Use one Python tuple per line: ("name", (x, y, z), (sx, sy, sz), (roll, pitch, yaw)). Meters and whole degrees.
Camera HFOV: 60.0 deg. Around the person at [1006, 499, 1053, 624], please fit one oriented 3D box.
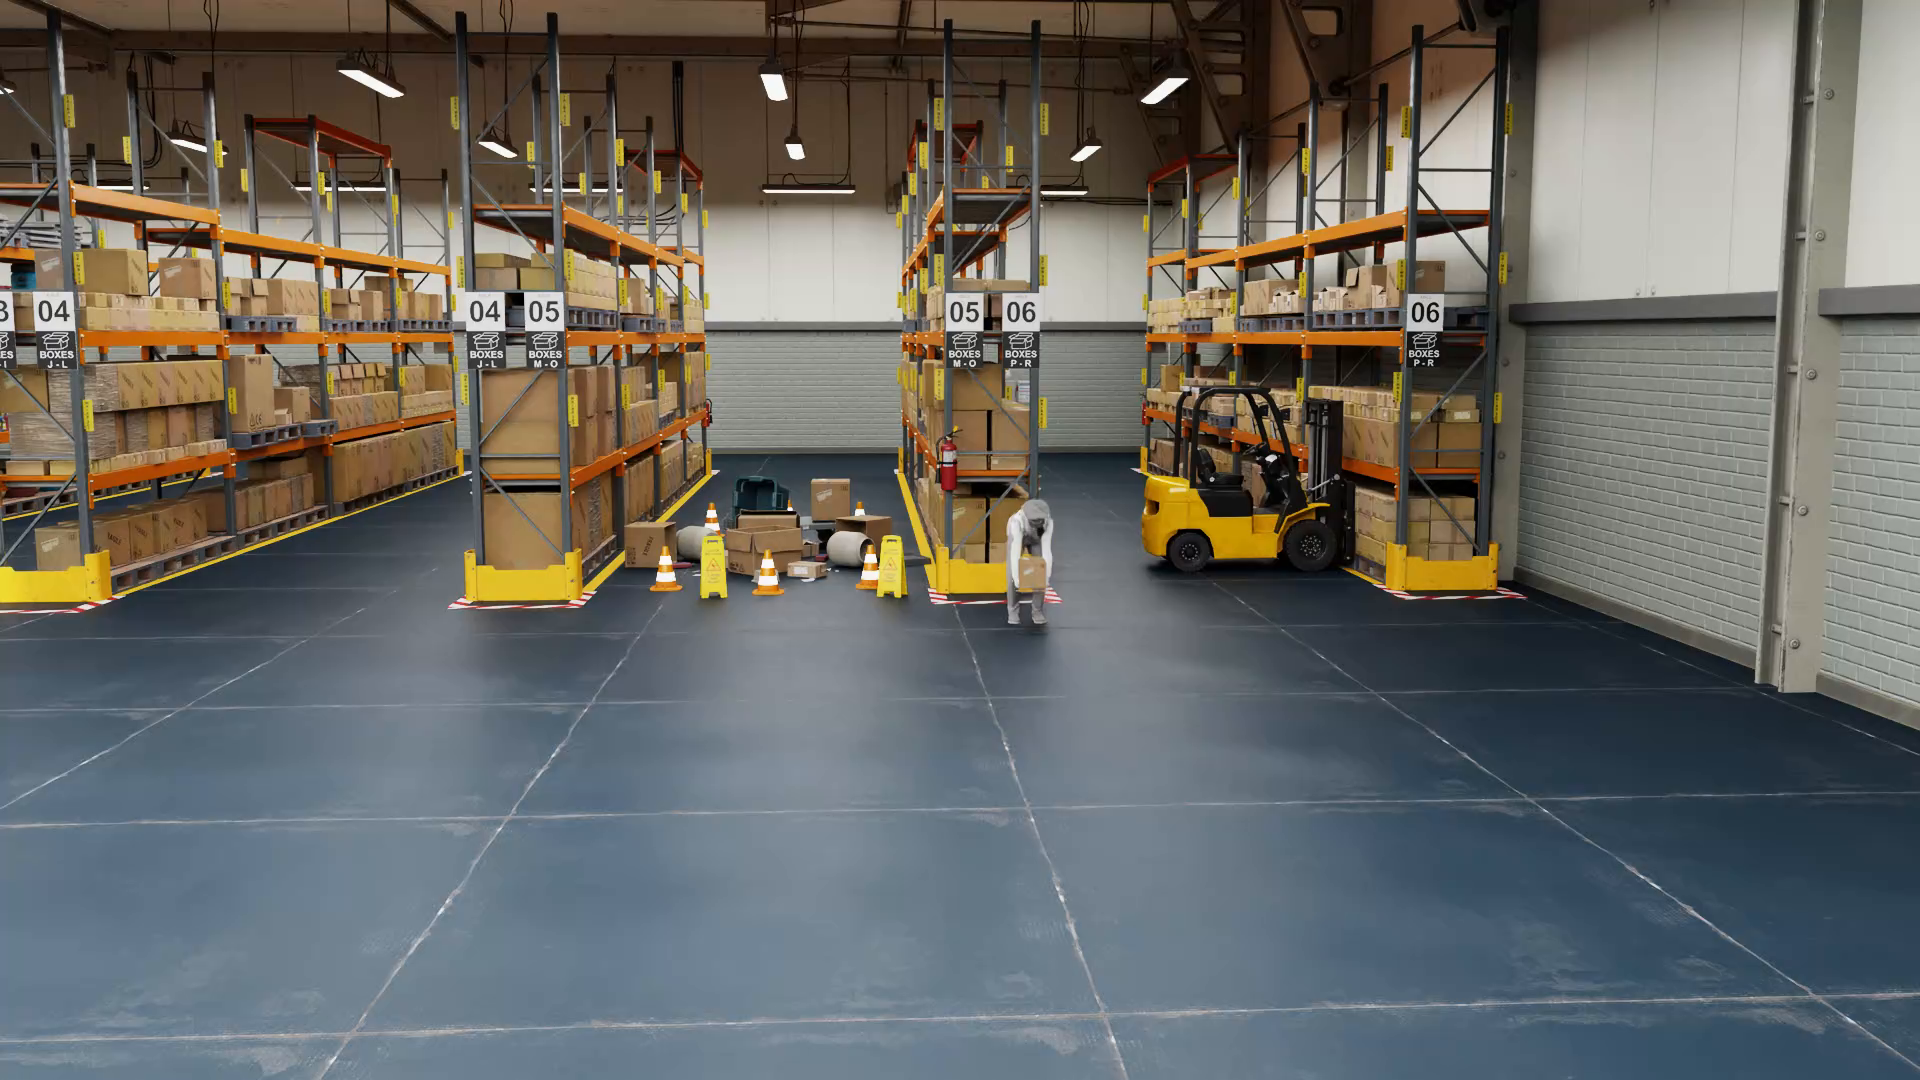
("person", (0.666, 0.208, 15.775), (0.411, 1.251, 0.906), (-1, 7, -5))
